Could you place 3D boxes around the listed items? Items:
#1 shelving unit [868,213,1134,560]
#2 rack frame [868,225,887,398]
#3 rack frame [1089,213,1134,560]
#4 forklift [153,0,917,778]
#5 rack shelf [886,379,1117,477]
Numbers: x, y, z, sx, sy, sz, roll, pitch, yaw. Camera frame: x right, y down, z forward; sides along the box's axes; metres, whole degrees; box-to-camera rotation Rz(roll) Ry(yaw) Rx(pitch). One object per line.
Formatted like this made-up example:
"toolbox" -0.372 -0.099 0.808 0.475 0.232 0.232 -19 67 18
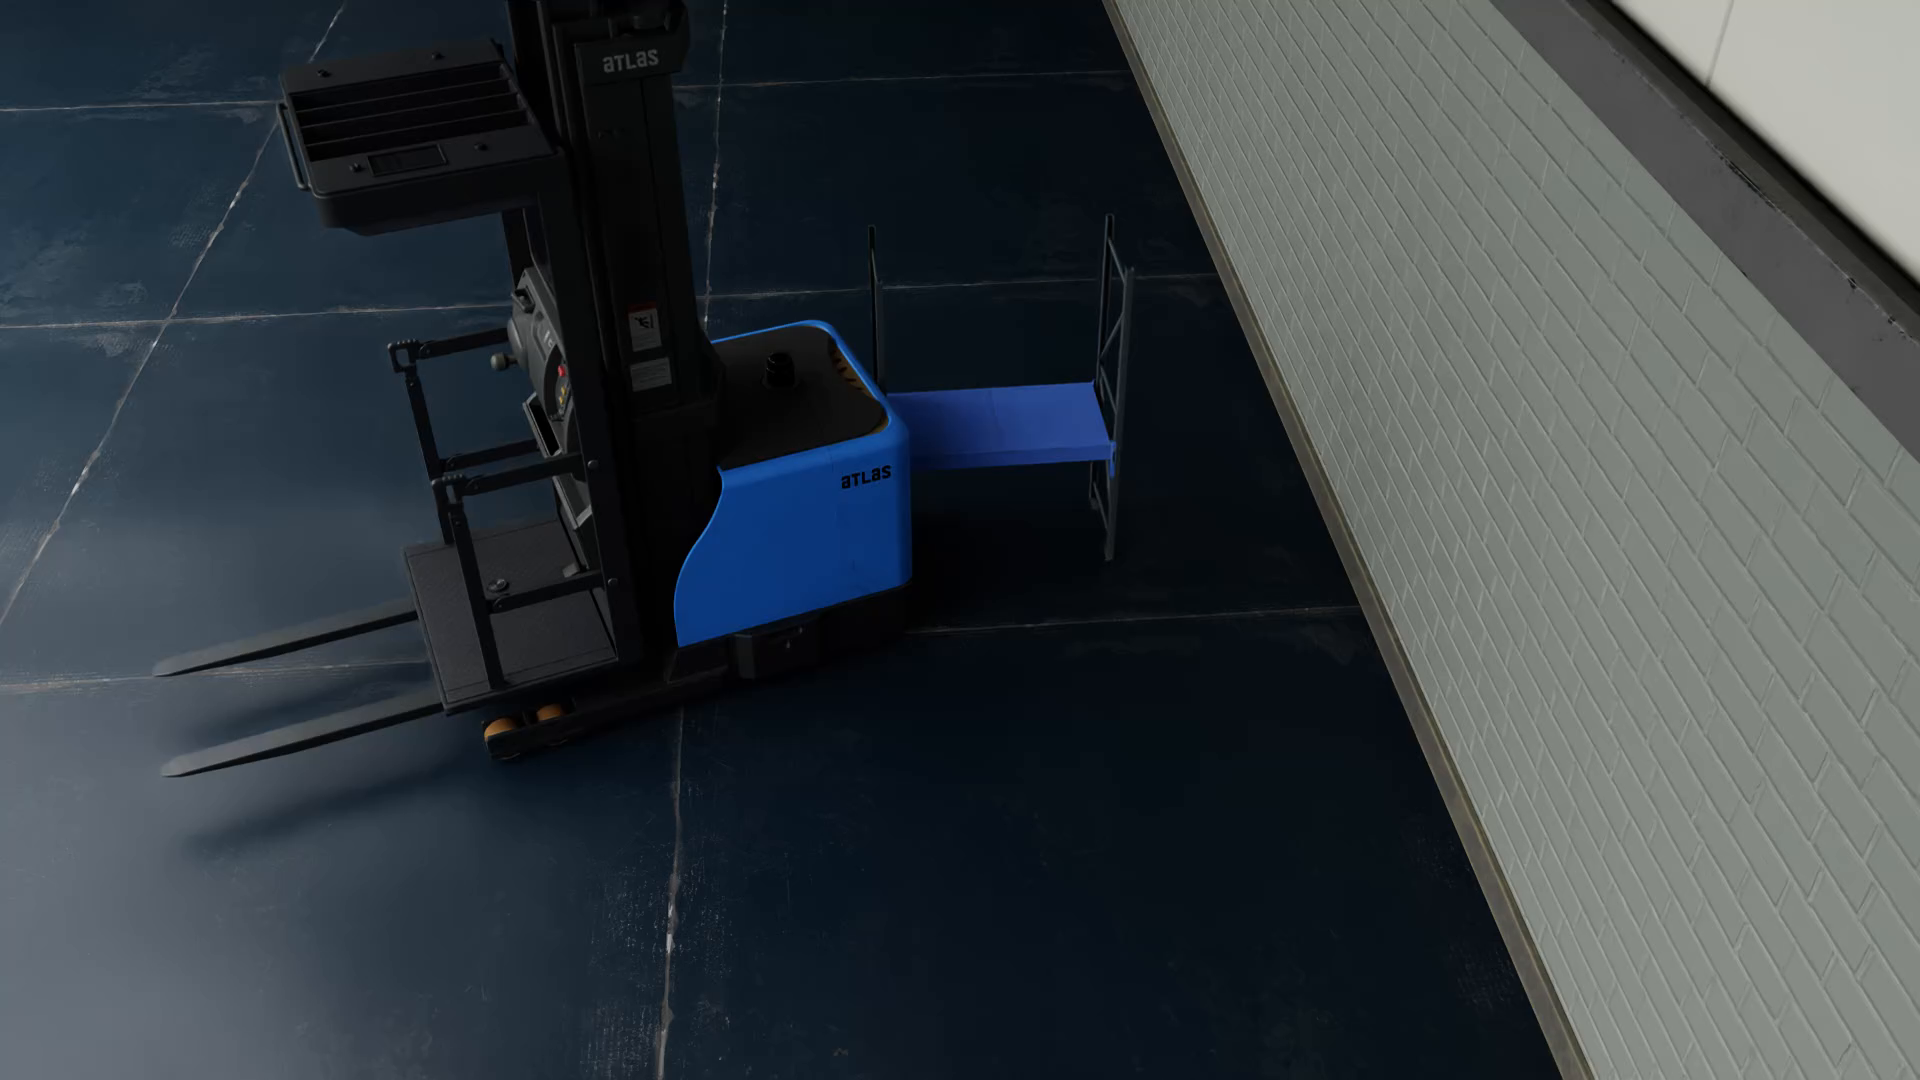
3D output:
"shelving unit" 0.157 -0.617 7.322 1.048 1.500 0.538 -4 38 -5
"rack frame" -0.349 -0.585 7.281 0.032 1.500 0.500 -4 38 -5
"rack frame" 0.663 -0.650 7.363 0.032 1.500 0.500 -4 38 -5
"forklift" -1.751 -0.649 6.207 3.031 2.935 1.130 -15 41 -18
"rack shelf" 0.157 -0.476 7.433 1.000 0.185 0.538 -4 38 -5
